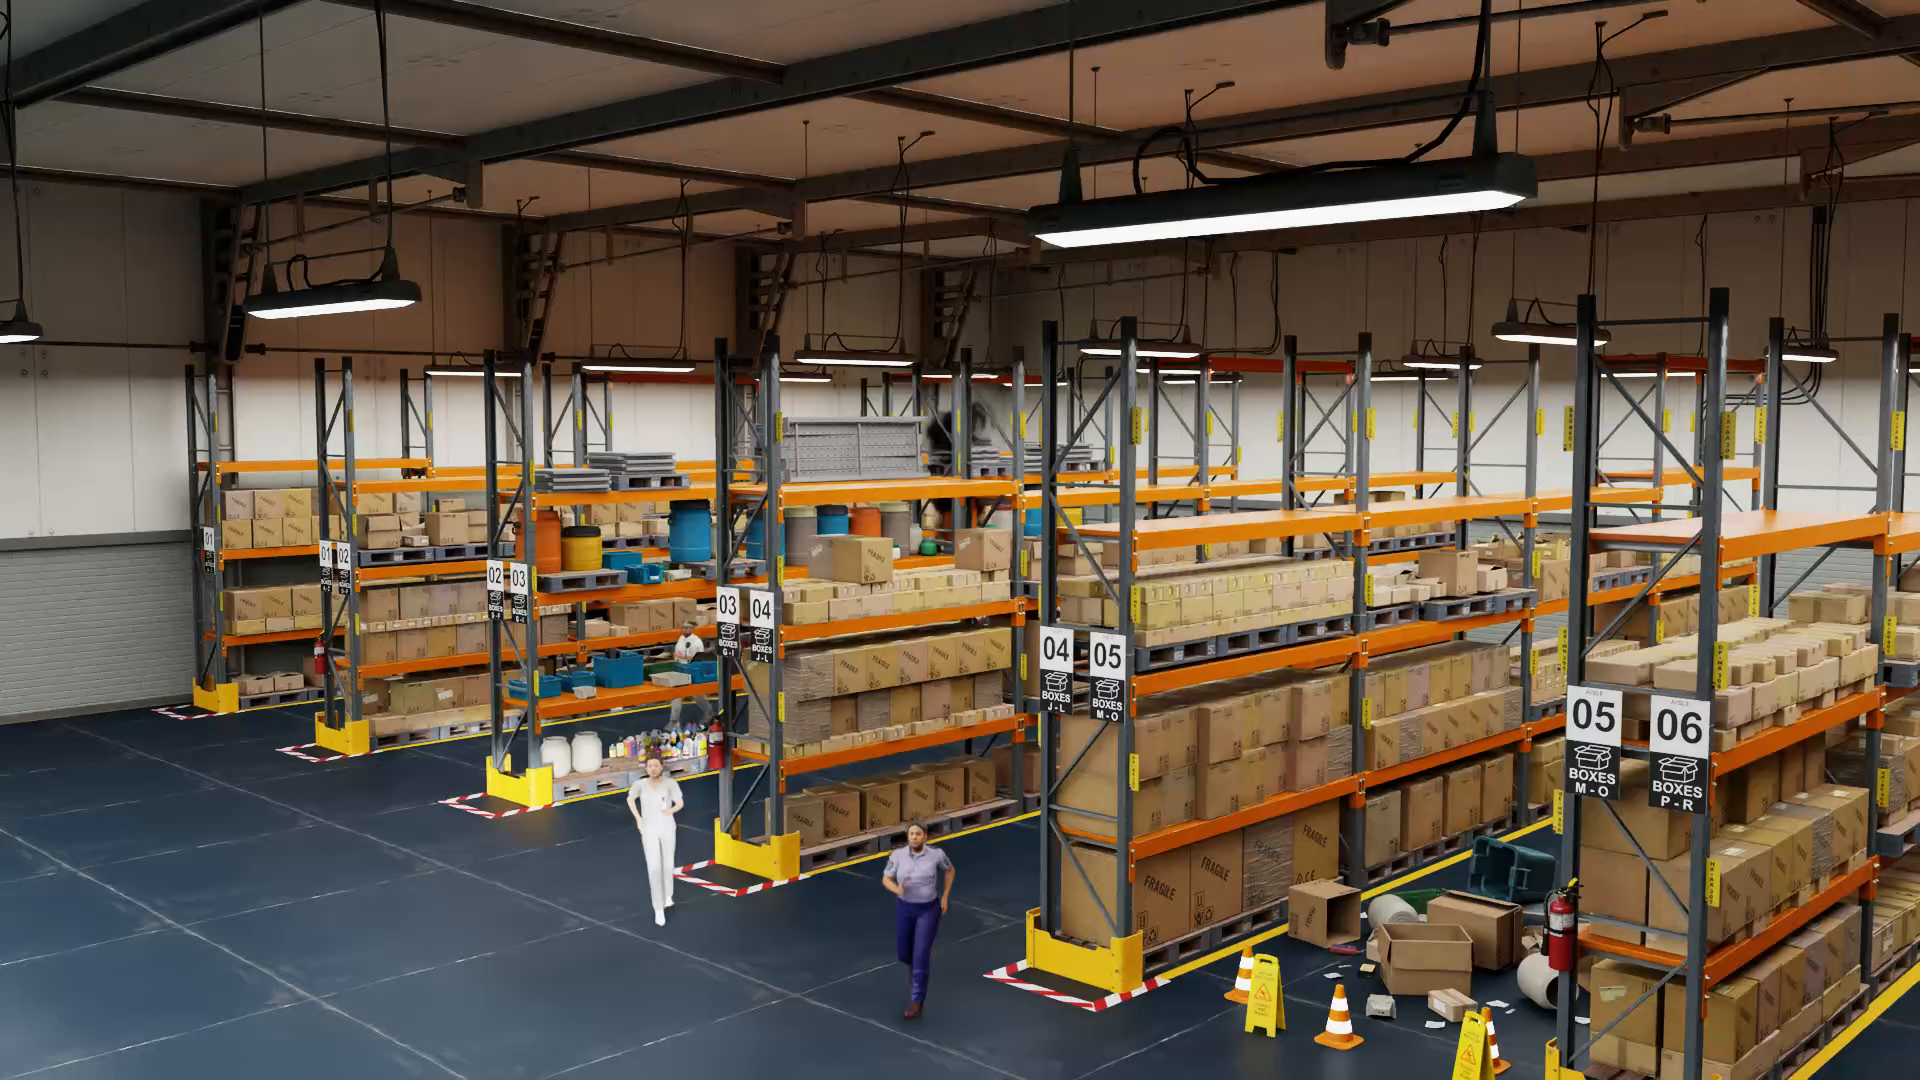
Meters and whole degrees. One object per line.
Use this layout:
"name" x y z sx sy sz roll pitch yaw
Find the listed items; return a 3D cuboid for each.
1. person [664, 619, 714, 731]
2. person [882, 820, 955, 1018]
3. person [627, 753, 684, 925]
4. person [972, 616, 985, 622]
"person" -4.442 2.177 27.200 0.656 1.796 0.954 3 5 35
"person" -0.365 3.231 14.487 0.609 1.626 0.852 1 4 9
"person" -3.113 3.033 17.063 0.559 1.720 0.704 -1 5 -17
"person" 0.283 1.864 32.711 0.571 1.669 1.053 4 6 39
